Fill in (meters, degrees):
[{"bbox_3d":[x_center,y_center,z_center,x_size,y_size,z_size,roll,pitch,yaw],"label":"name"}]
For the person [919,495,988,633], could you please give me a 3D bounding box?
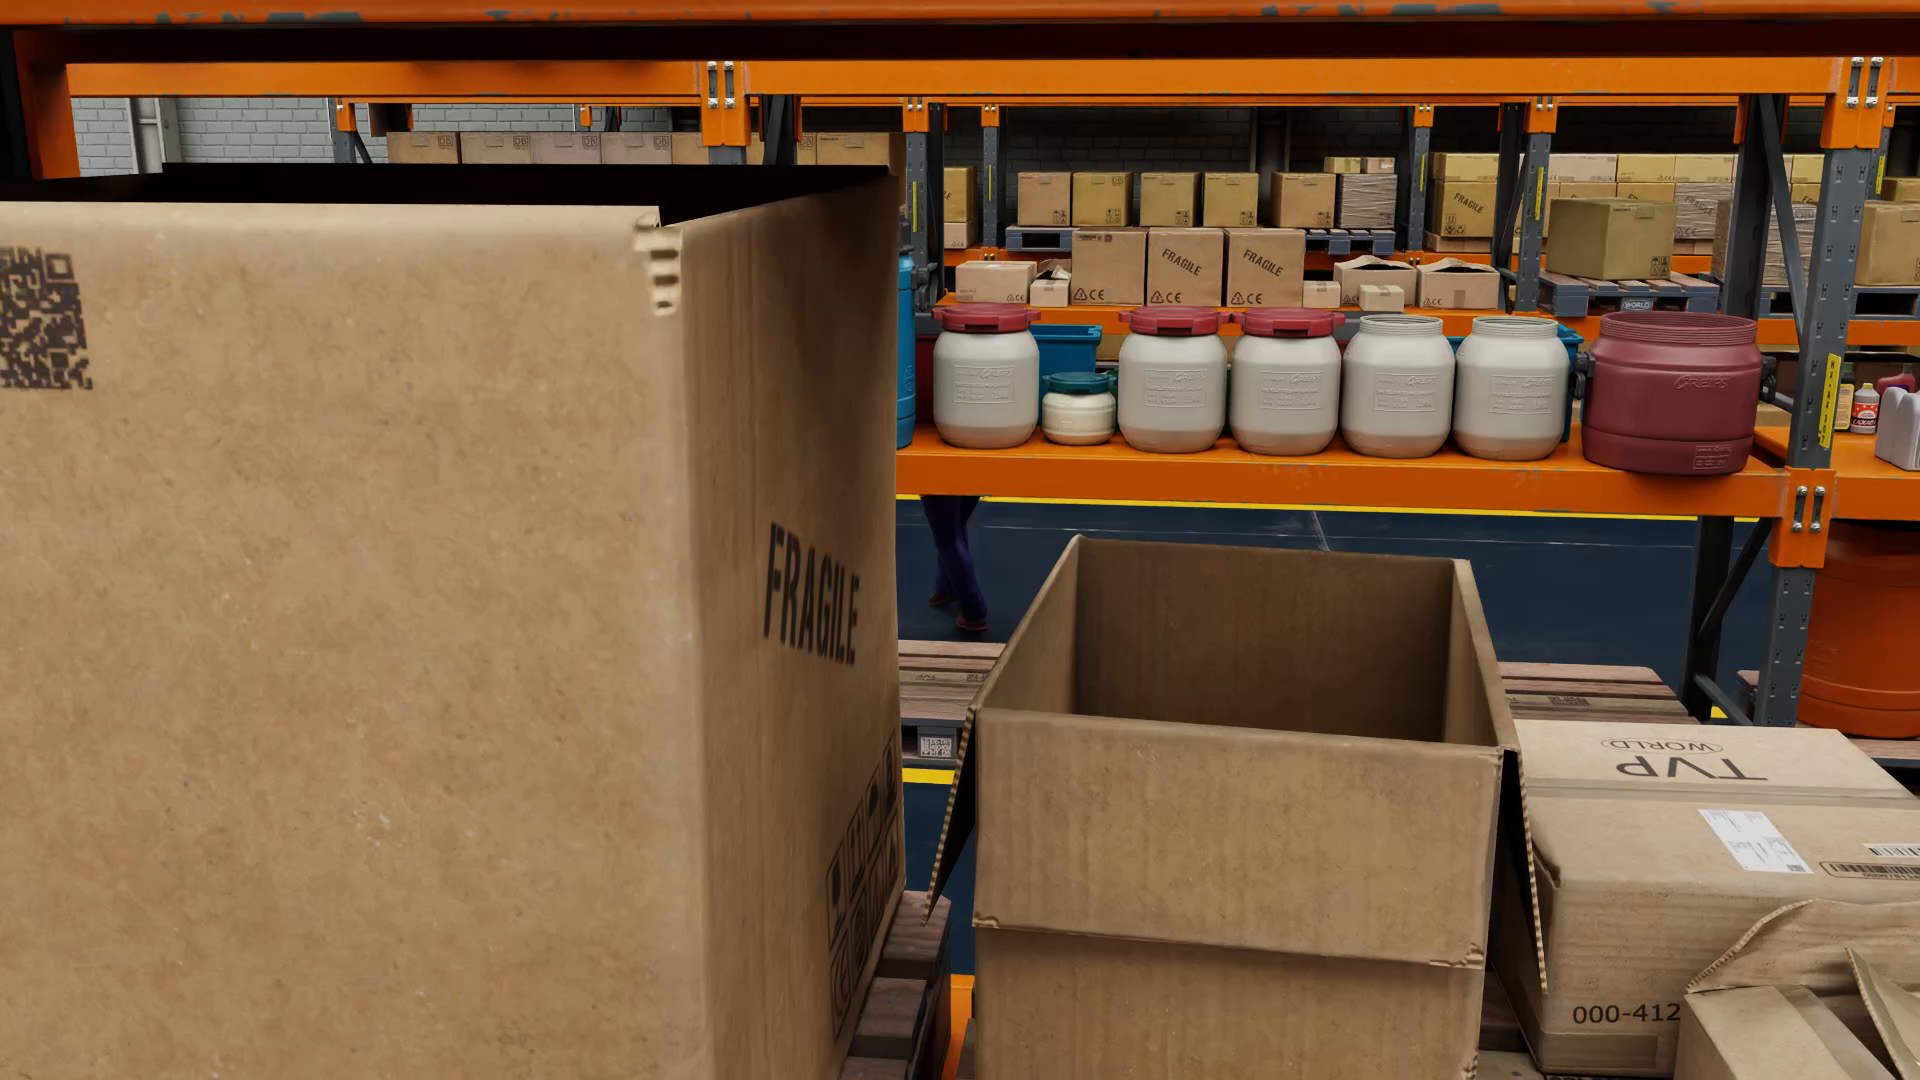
[{"bbox_3d":[-0.092,-0.348,8.446,0.562,1.636,0.736,-10,18,-35],"label":"person"}]
